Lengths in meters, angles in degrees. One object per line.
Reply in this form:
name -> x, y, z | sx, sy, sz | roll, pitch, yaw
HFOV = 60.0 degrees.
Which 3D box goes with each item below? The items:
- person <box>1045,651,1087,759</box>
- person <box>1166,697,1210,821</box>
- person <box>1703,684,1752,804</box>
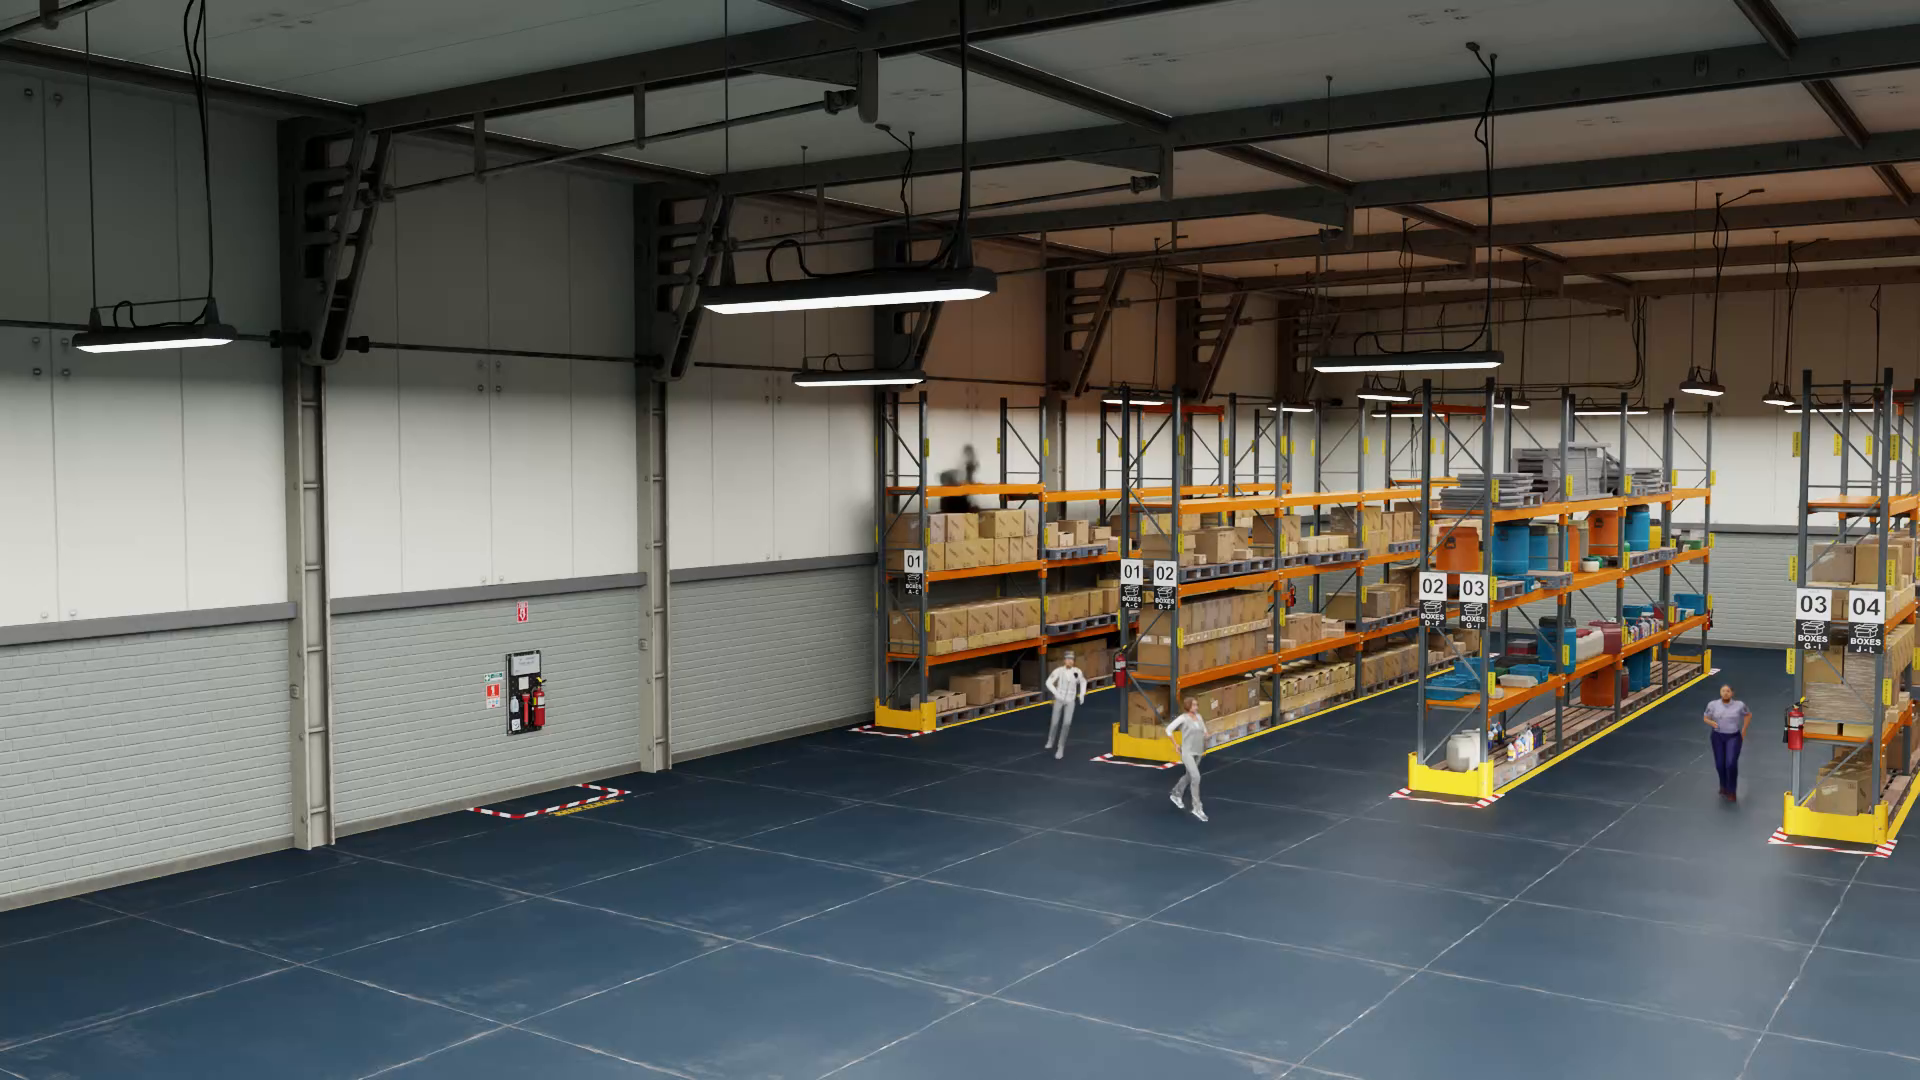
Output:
person -> 1.717, 2.641, 26.968 | 0.677, 1.713, 0.753 | 0, 3, 3
person -> 3.117, 2.933, 22.566 | 0.519, 1.626, 0.797 | -3, 4, -38
person -> 10.871, 2.887, 23.617 | 0.590, 1.684, 0.733 | 2, 4, 35
